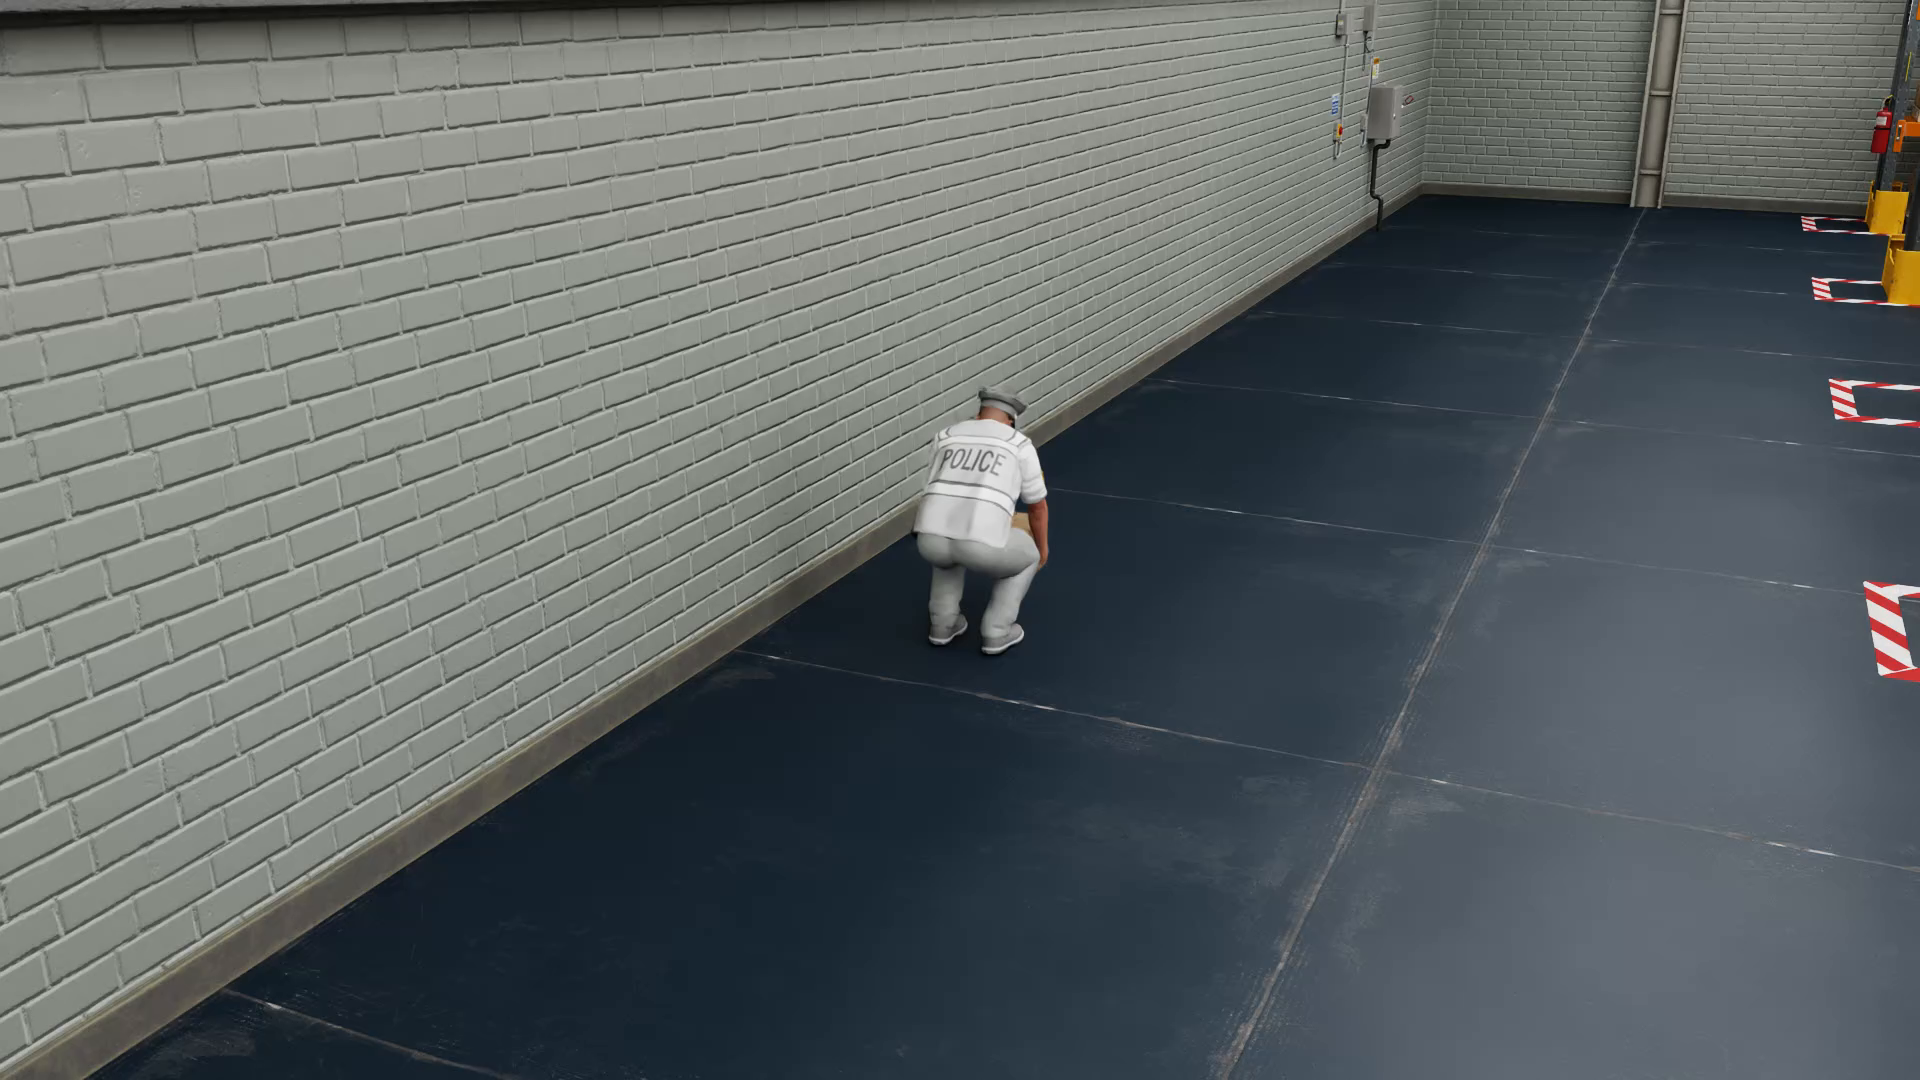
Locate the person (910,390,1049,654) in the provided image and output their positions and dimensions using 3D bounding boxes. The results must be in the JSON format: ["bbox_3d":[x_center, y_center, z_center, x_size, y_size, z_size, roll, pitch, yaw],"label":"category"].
[{"bbox_3d":[0.081,-0.091,7.801,0.576,1.121,0.912,8,21,23],"label":"person"}]
